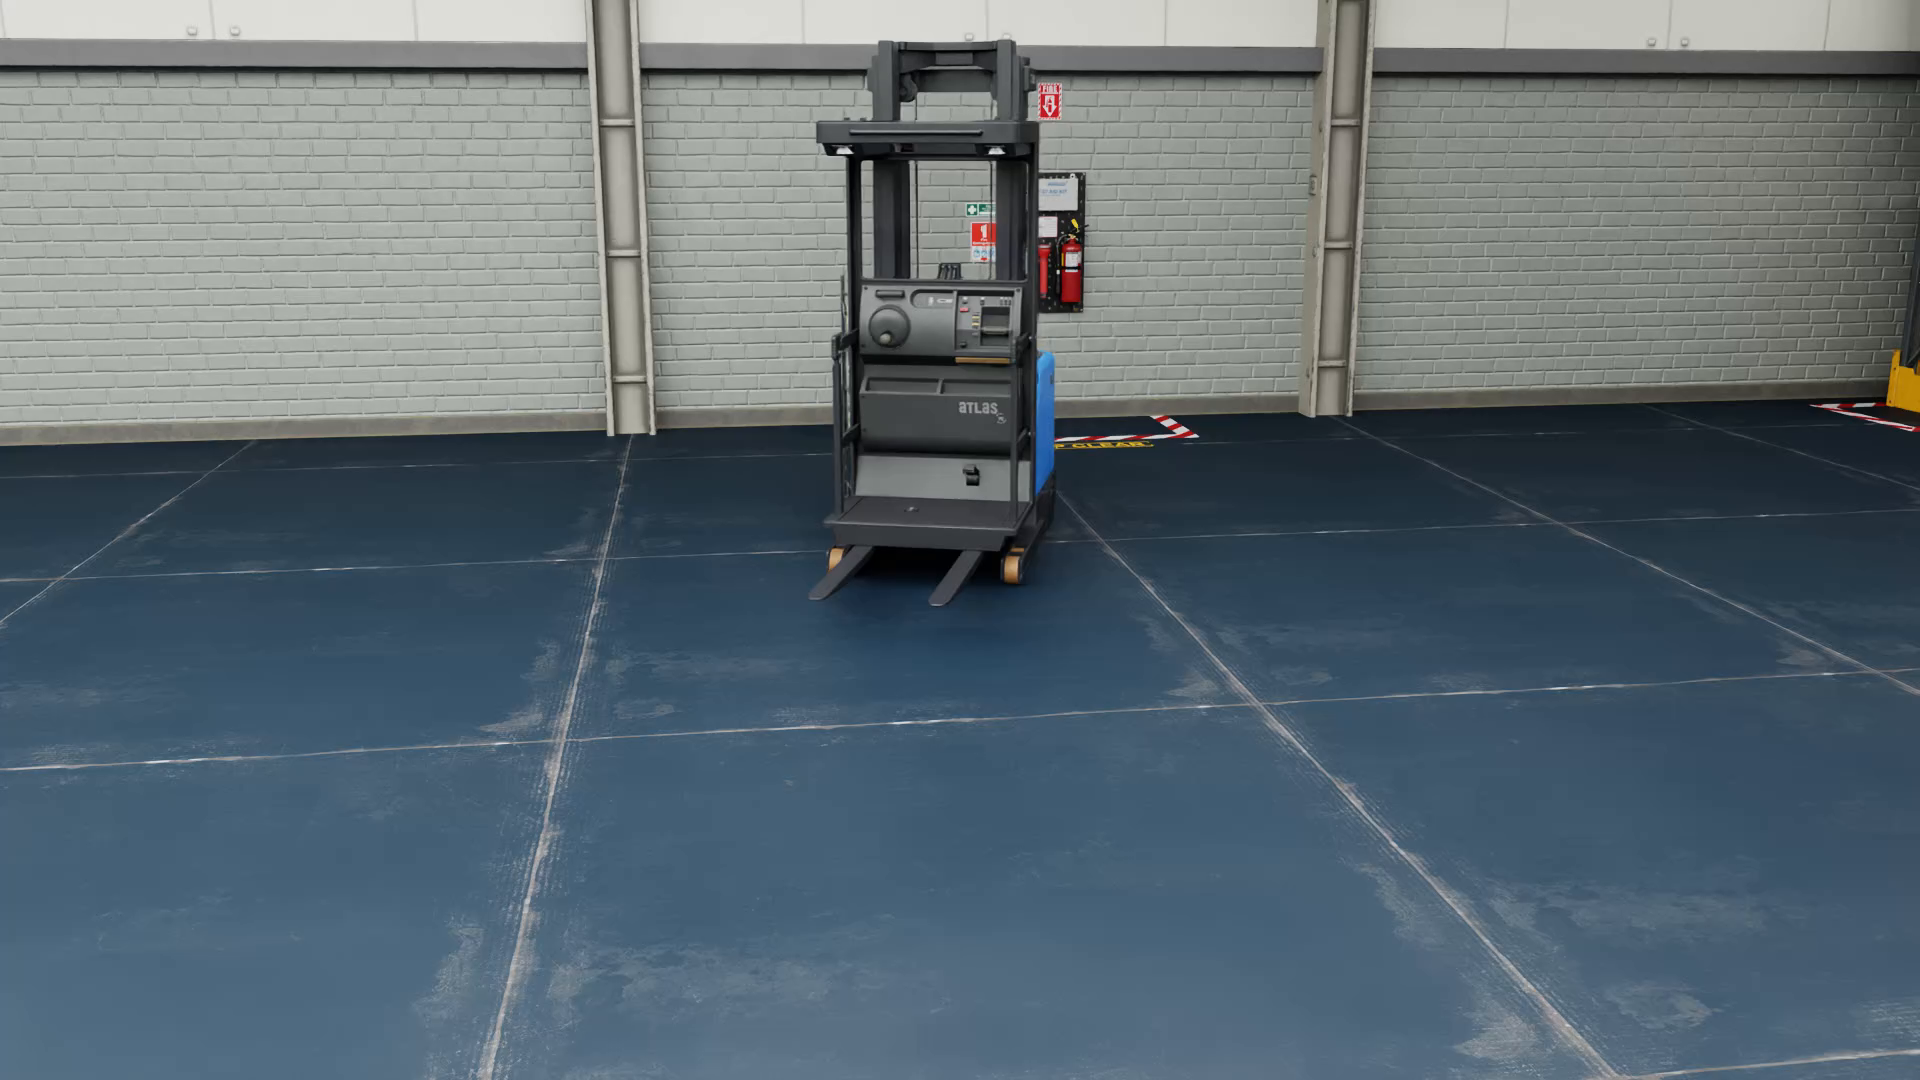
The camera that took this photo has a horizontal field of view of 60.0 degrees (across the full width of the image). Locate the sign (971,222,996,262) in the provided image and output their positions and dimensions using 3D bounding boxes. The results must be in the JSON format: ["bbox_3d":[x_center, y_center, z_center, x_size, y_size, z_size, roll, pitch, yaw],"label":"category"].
[{"bbox_3d":[0.205,-2.511,13.993,0.234,0.329,0.001,-2,14,-8],"label":"sign"}]

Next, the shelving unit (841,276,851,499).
[{"bbox_3d":[-0.384,-1.004,11.143,0.755,1.500,0.431,-3,14,-12],"label":"shelving unit"}]

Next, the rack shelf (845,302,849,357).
[{"bbox_3d":[-0.384,-1.383,11.048,0.720,0.370,0.431,-3,14,-12],"label":"rack shelf"}]

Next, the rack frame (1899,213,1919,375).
[{"bbox_3d":[8.586,-2.553,14.235,0.127,3.000,1.000,-2,14,-8],"label":"rack frame"}]

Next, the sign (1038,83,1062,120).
[{"bbox_3d":[0.745,-3.637,13.790,0.199,0.298,0.001,-2,14,-8],"label":"sign"}]

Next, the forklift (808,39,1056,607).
[{"bbox_3d":[-0.145,-1.265,9.243,1.130,2.935,3.031,2,14,10],"label":"forklift"}]

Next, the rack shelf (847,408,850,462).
[{"bbox_3d":[-0.384,-0.688,11.222,0.720,0.370,0.431,-3,14,-12],"label":"rack shelf"}]

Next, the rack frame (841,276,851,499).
[{"bbox_3d":[-0.741,-0.985,11.065,0.023,1.500,0.400,-3,14,-12],"label":"rack frame"}]

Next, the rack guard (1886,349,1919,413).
[{"bbox_3d":[8.662,-1.343,14.550,0.348,0.500,1.175,-2,14,-8],"label":"rack guard"}]

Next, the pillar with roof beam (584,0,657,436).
[{"bbox_3d":[-2.075,-4.226,8.573,0.400,9.000,9.100,-2,14,-8],"label":"pillar with roof beam"}]

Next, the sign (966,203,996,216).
[{"bbox_3d":[0.211,-2.766,13.920,0.331,0.109,0.001,-2,14,-8],"label":"sign"}]

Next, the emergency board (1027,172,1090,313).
[{"bbox_3d":[0.767,-2.488,13.978,0.643,1.169,0.194,-2,14,-8],"label":"emergency board"}]

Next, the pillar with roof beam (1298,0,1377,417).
[{"bbox_3d":[3.858,-4.443,9.440,0.400,9.000,9.100,-2,14,-8],"label":"pillar with roof beam"}]
